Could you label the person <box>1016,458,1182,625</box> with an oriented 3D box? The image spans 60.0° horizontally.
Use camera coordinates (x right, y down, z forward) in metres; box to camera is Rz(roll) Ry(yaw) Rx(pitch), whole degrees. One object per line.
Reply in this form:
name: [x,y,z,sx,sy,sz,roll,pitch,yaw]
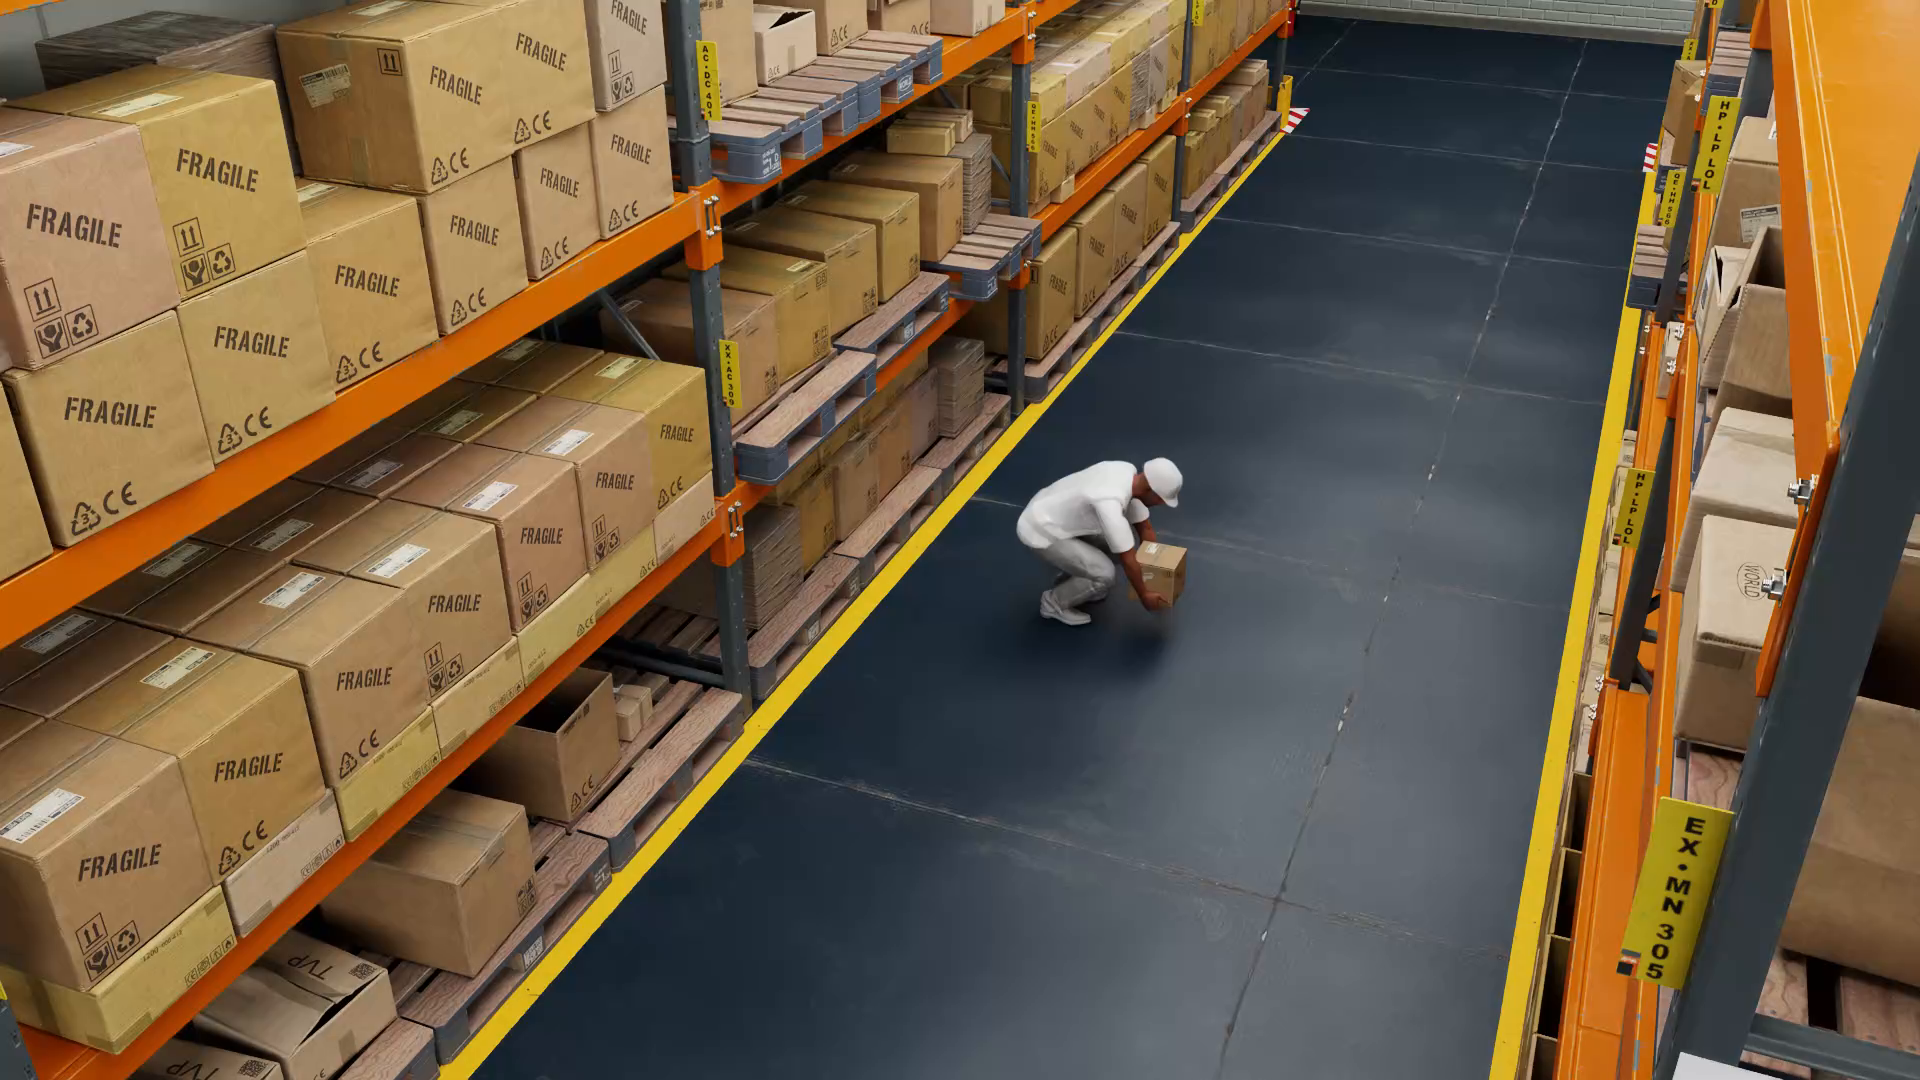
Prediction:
person: [0.785,-0.037,9.220,0.914,1.008,0.538,11,31,18]
